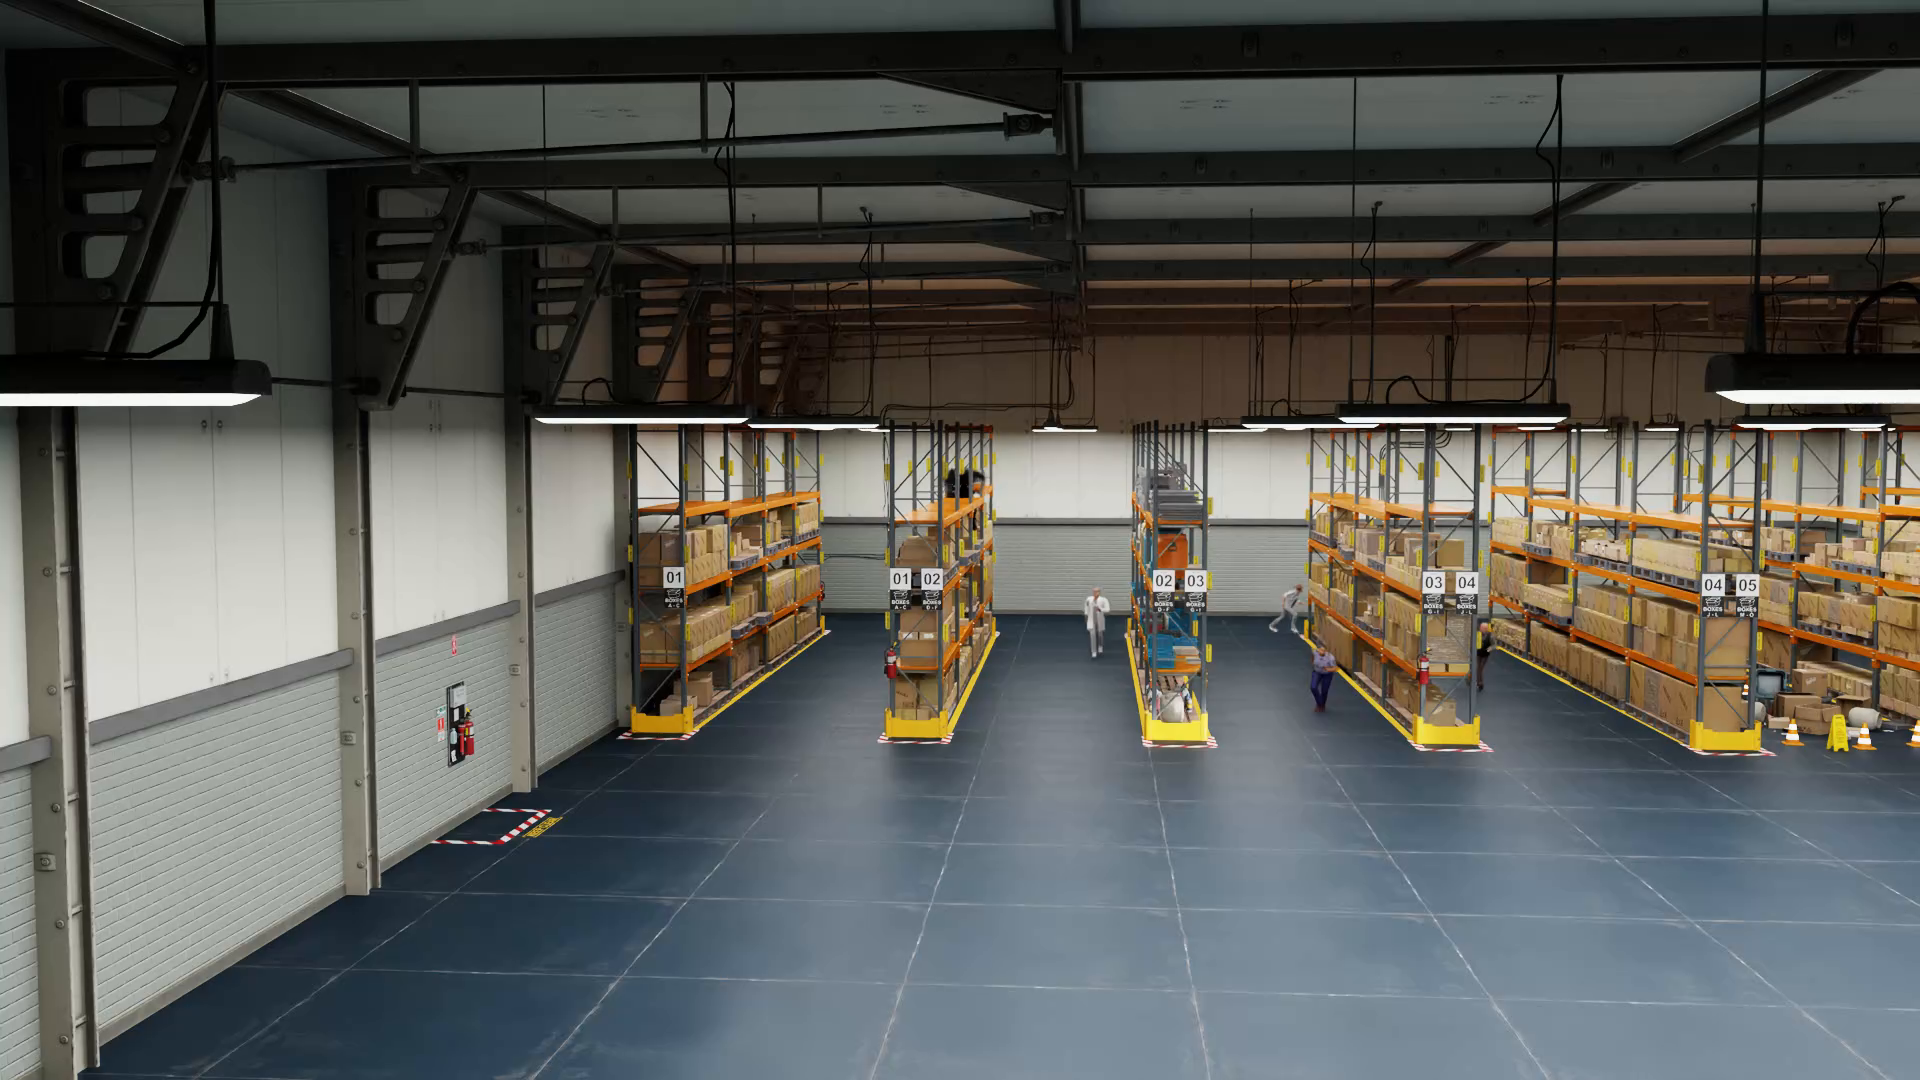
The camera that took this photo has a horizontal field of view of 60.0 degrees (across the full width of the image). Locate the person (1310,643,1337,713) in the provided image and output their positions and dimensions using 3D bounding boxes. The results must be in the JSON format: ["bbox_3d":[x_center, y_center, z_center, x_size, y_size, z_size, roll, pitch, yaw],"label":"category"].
[{"bbox_3d":[7.490,2.817,34.284,0.604,1.457,1.062,1,4,20],"label":"person"}]

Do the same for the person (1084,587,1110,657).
[{"bbox_3d":[3.528,2.094,42.866,0.686,1.761,1.046,1,4,11],"label":"person"}]

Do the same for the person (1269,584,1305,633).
[{"bbox_3d":[9.437,1.962,47.937,1.000,1.422,0.553,2,4,25],"label":"person"}]

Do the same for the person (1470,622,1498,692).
[{"bbox_3d":[11.637,2.575,37.183,0.654,1.545,1.102,1,4,8],"label":"person"}]
